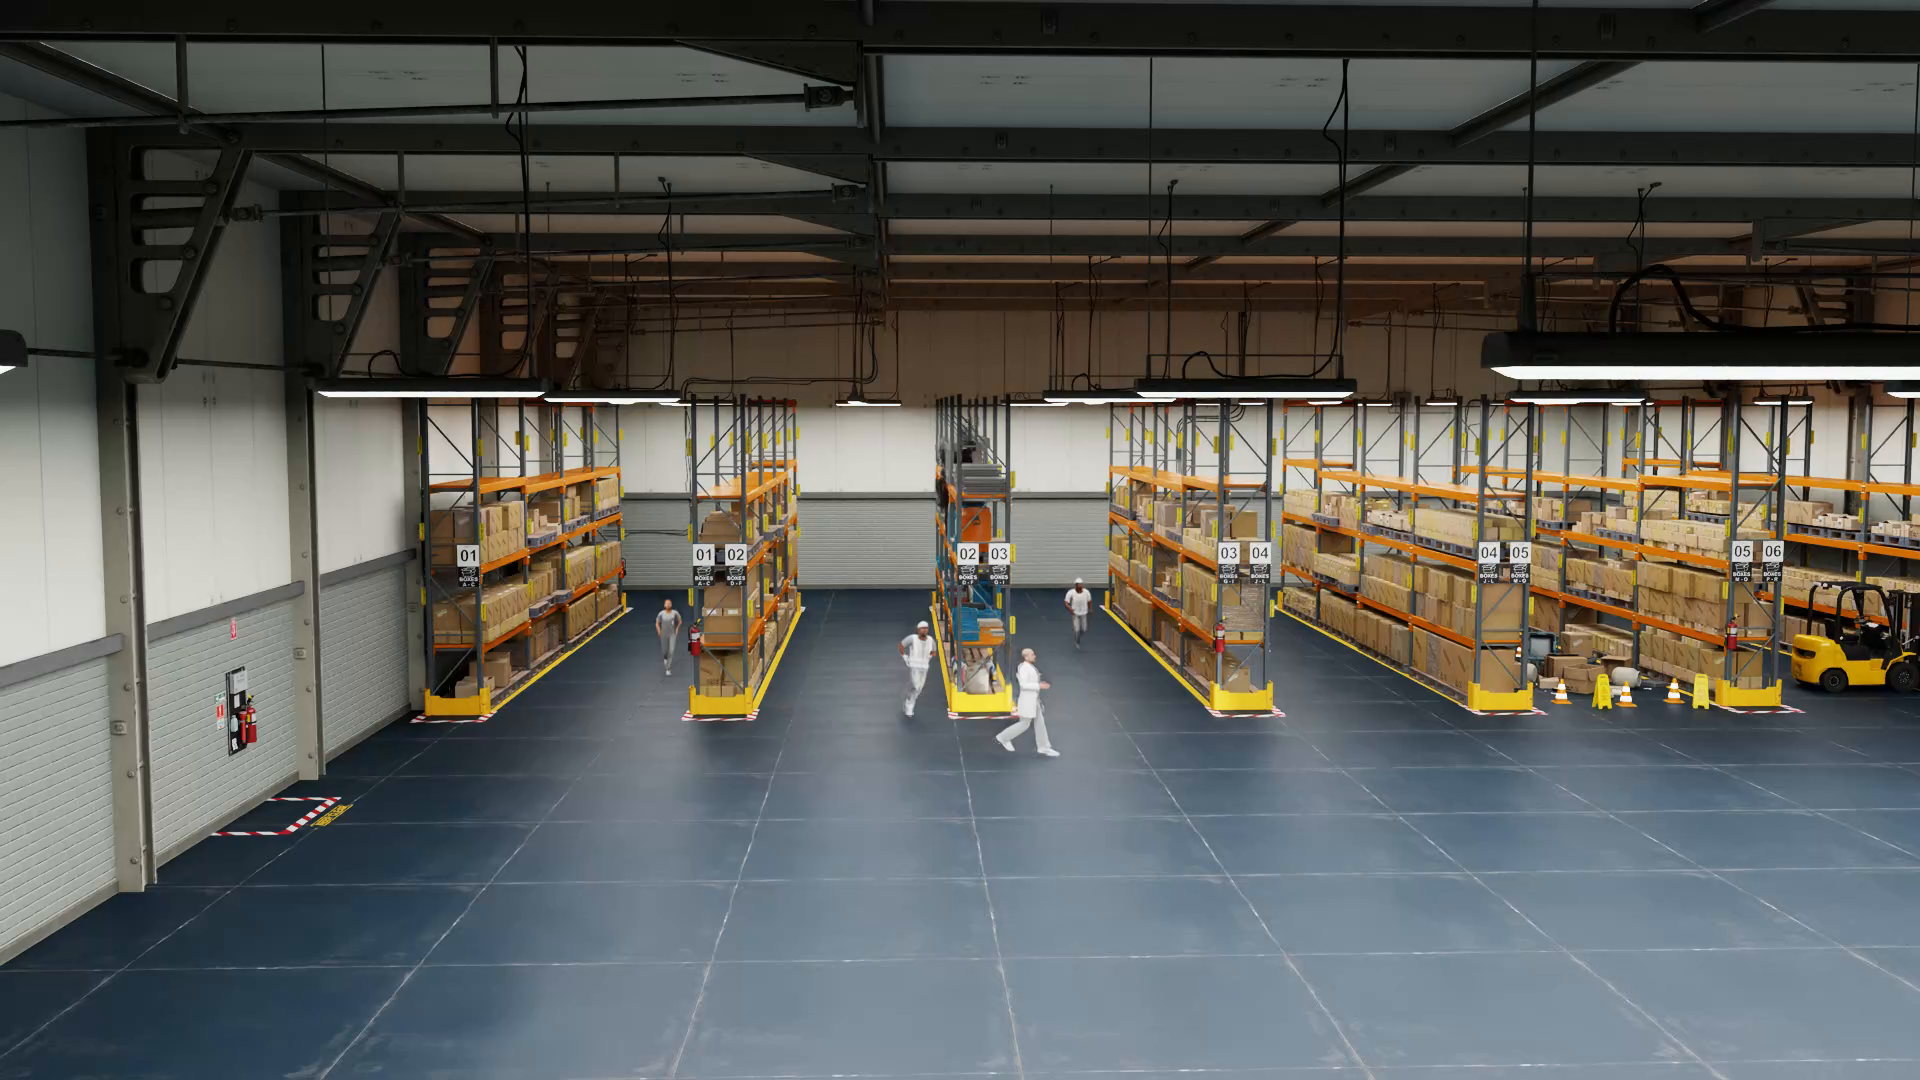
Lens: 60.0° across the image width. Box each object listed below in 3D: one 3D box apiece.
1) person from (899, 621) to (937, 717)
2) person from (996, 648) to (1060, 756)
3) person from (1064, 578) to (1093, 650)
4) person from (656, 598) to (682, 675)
[{"bbox_3d":[-0.762,2.406,31.142,0.663,1.794,0.657,-3,5,-30],"label":"person"},{"bbox_3d":[1.117,2.664,27.358,1.050,1.782,0.711,1,5,17],"label":"person"},{"bbox_3d":[2.828,1.752,39.681,0.685,1.710,0.624,-1,5,-10],"label":"person"},{"bbox_3d":[-6.313,2.080,36.076,0.565,1.642,0.706,-1,5,-10],"label":"person"}]
